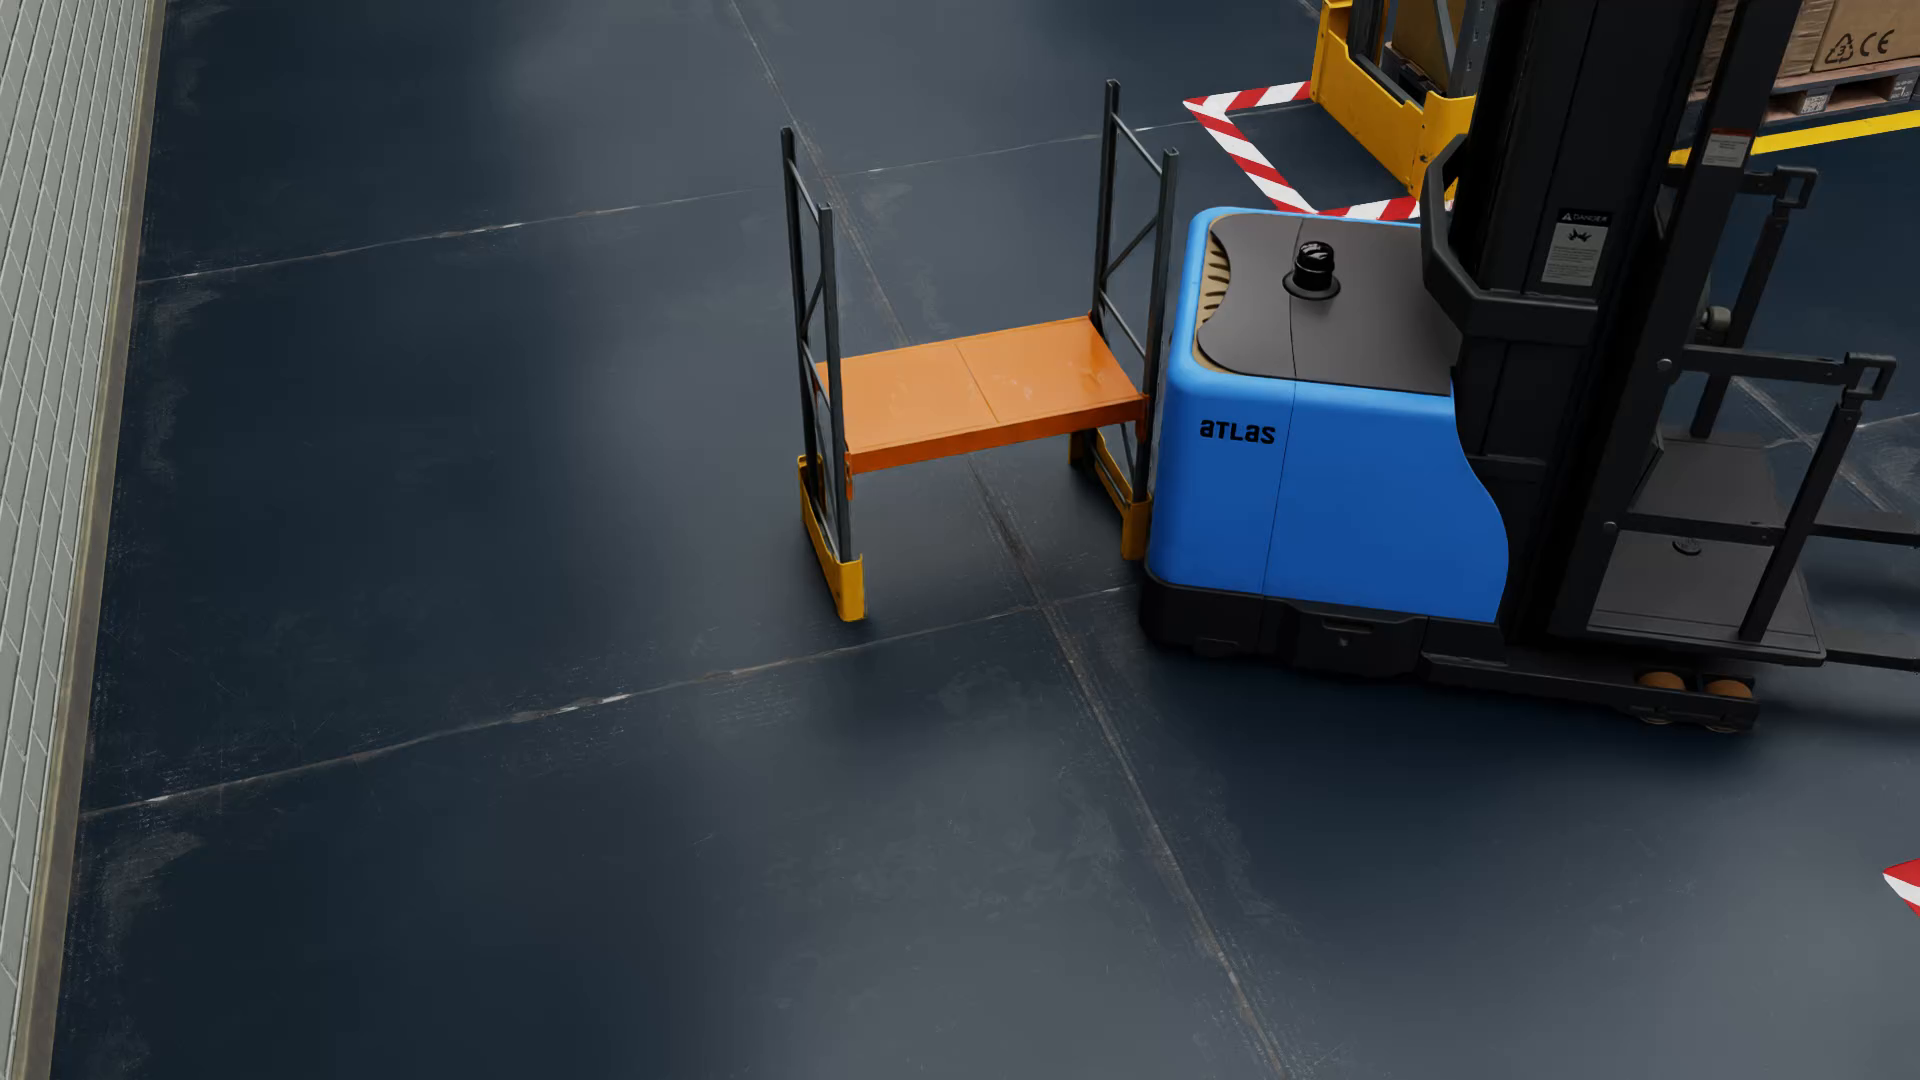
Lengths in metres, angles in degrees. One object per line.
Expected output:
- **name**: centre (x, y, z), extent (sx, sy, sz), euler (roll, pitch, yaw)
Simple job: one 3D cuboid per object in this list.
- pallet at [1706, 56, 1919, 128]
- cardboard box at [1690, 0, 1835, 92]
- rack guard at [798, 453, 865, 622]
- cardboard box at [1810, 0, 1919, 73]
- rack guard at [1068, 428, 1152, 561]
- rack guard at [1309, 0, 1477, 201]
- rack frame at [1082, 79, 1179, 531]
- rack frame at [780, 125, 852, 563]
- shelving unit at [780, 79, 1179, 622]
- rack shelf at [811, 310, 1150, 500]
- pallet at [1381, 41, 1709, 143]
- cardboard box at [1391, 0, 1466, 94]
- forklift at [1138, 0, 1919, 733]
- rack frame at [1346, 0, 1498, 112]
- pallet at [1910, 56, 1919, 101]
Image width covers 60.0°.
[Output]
- **pallet**: centre (3.985, -2.437, 8.378), extent (1.213, 0.211, 1.003), euler (-12, 42, -13)
- **cardboard box**: centre (3.538, -2.755, 7.920), extent (0.875, 0.875, 0.875), euler (-12, 42, -13)
- **rack guard**: centre (-0.434, -0.016, 5.578), extent (0.087, 0.250, 0.587), euler (-12, 42, -13)
- **cardboard box**: centre (4.387, -2.931, 8.121), extent (0.875, 0.875, 0.875), euler (-12, 42, -13)
- **rack guard**: centre (0.516, -0.212, 5.802), extent (0.087, 0.250, 0.587), euler (-12, 42, -13)
- **rack guard**: centre (2.061, -2.095, 7.768), extent (0.348, 0.500, 1.175), euler (-12, 42, -13)
- **rack frame**: centre (0.535, -0.686, 5.396), extent (0.032, 1.500, 0.500), euler (-12, 42, -13)
- **rack frame**: centre (-0.435, -0.487, 5.167), extent (0.032, 1.500, 0.500), euler (-12, 42, -13)
- **shelving unit**: centre (0.041, -0.585, 5.279), extent (1.083, 1.500, 0.587), euler (-12, 42, -13)
- **rack shelf**: centre (0.050, -0.451, 5.400), extent (1.000, 0.185, 0.538), euler (-12, 42, -13)
- **pallet**: centre (2.823, -2.198, 8.105), extent (1.213, 0.211, 1.003), euler (-12, 42, -13)
- **cardboard box**: centre (2.670, -2.576, 7.714), extent (0.875, 0.875, 0.875), euler (-12, 42, -13)
- **forklift**: centre (2.141, -0.897, 4.548), extent (3.031, 2.935, 1.130), euler (7, 42, 8)
- **rack frame**: centre (2.084, -3.041, 6.951), extent (0.127, 3.000, 1.000), euler (-12, 42, -13)
- **pallet**: centre (5.150, -2.680, 8.657), extent (1.213, 0.211, 1.003), euler (-12, 42, -13)
